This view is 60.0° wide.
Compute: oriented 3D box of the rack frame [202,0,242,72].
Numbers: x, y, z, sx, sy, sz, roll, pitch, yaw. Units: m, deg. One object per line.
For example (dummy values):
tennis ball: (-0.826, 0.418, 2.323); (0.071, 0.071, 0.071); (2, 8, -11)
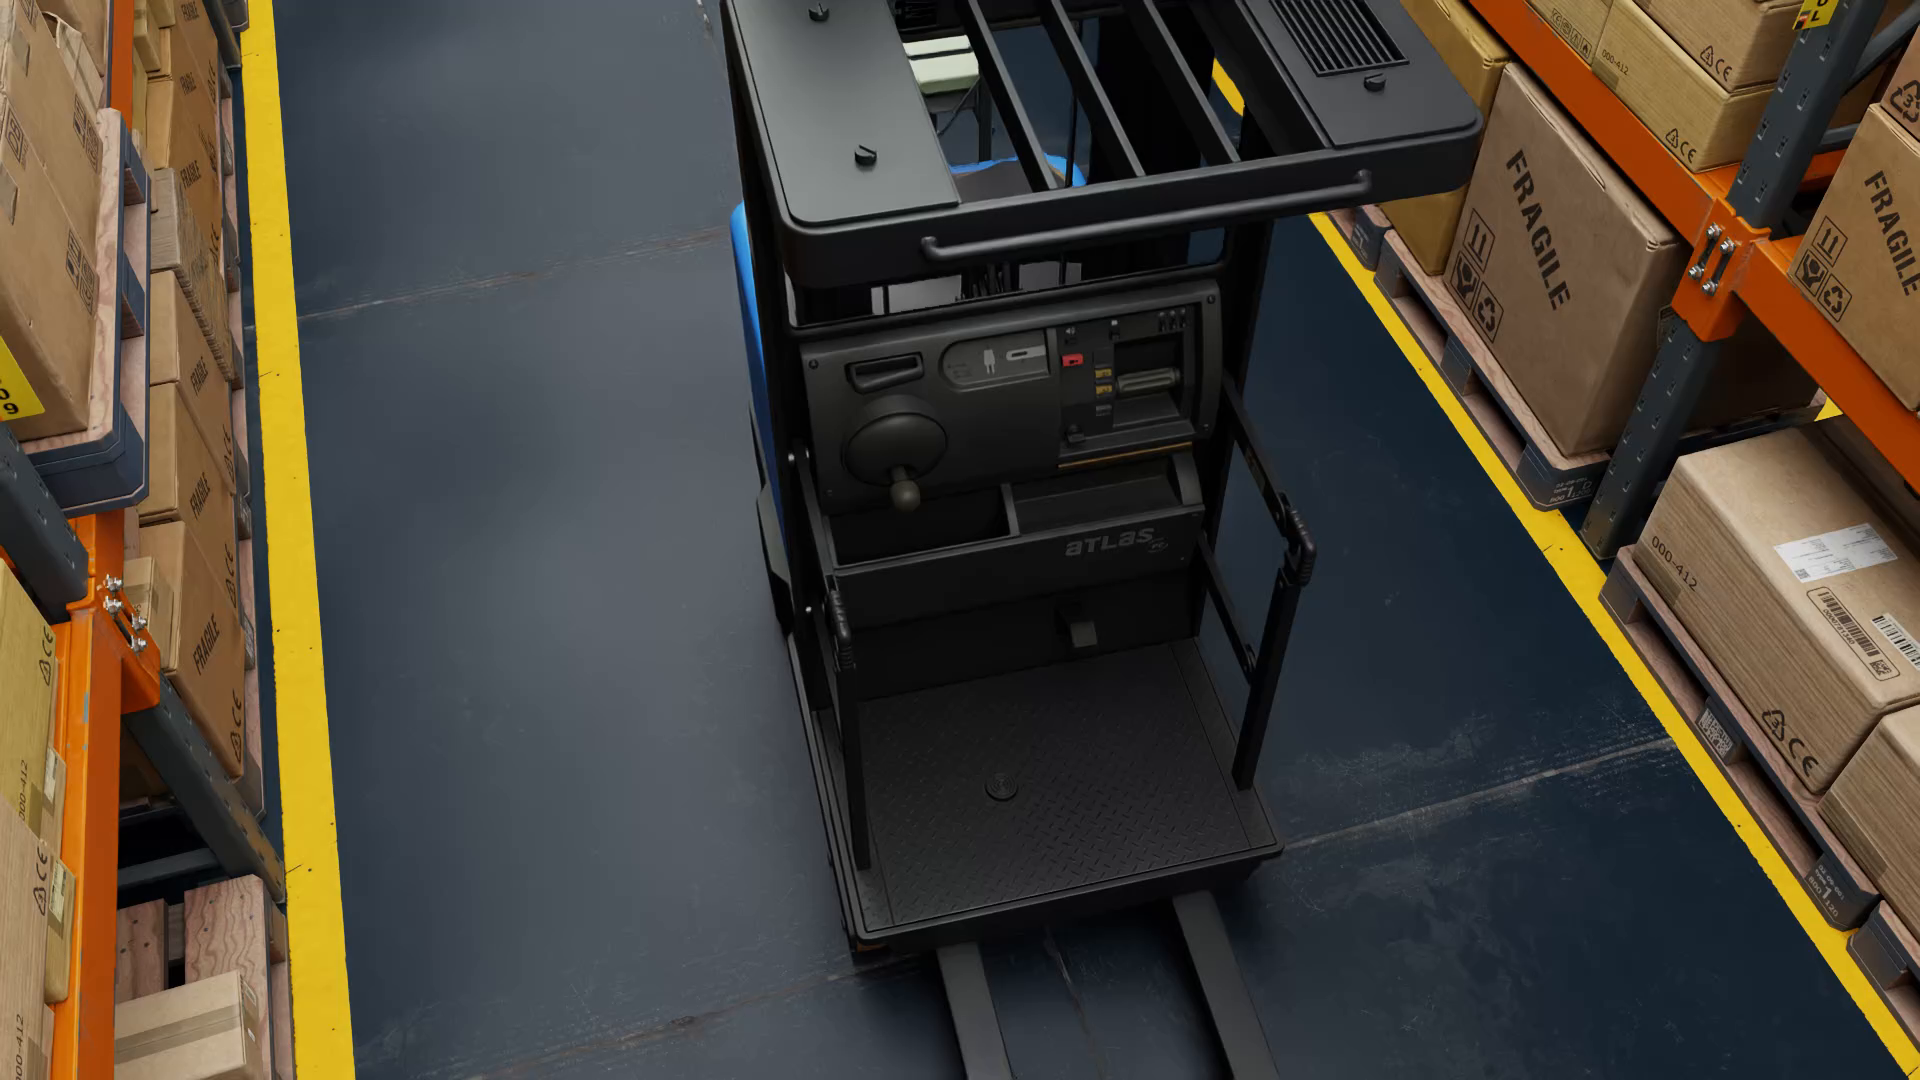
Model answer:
rack frame: (-3.473, -2.850, 5.691); (1.000, 3.000, 0.127); (-13, 51, -11)

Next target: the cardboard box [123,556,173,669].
cardboard box: (-2.142, 0.211, 4.047); (0.380, 0.149, 0.250); (-11, 51, -9)

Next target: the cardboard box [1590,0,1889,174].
cardboard box: (2.077, -1.276, 4.462); (0.500, 0.250, 0.500); (-14, 51, -12)

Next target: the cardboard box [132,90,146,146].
cardboard box: (-2.830, -1.305, 5.325); (0.380, 0.149, 0.250); (-14, 51, -12)

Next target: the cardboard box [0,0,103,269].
cardboard box: (-2.373, -0.878, 3.688); (0.700, 0.500, 0.500); (-13, 51, -11)

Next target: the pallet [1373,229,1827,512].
pallet: (2.150, -0.701, 5.703); (1.003, 0.211, 1.213); (-13, 51, -11)

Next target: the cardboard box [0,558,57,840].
cardboard box: (-1.907, 0.341, 2.904); (0.500, 0.250, 0.500); (-12, 51, -10)

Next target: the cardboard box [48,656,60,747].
cardboard box: (-1.955, 0.328, 3.176); (0.380, 0.149, 0.250); (-13, 51, -10)

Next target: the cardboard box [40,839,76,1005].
cardboard box: (-1.757, 0.698, 2.864); (0.380, 0.149, 0.250); (-12, 51, -10)

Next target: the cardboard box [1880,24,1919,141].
cardboard box: (2.360, -1.005, 3.416); (0.500, 0.500, 0.500); (-13, 51, -11)

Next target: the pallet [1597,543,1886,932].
pallet: (2.600, 0.418, 4.759); (1.003, 0.211, 1.213); (-13, 51, -11)

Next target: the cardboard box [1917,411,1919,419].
cardboard box: (2.484, -0.315, 3.489); (0.500, 0.500, 0.500); (-13, 51, -11)

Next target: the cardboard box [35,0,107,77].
cardboard box: (-2.605, -1.451, 4.172); (0.700, 0.500, 0.500); (-14, 51, -11)

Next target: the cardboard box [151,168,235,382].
cardboard box: (-2.676, -0.795, 5.318); (0.500, 0.500, 0.500); (-15, 51, -12)

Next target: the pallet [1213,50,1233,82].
pallet: (1.429, -2.483, 7.205); (1.003, 0.211, 1.213); (-13, 51, -11)

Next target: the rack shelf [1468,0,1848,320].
rack shelf: (1.859, -2.282, 5.683); (1.077, 0.370, 4.000); (-13, 51, -11)

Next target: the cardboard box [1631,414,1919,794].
cardboard box: (2.533, 0.120, 4.588); (0.875, 0.438, 0.875); (-14, 51, -12)

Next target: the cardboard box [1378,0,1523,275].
cardboard box: (1.916, -1.597, 5.749); (0.875, 0.875, 0.875); (-12, 51, -10)

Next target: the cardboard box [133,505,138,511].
cardboard box: (-2.385, -0.159, 4.358); (0.380, 0.149, 0.250); (-16, 52, -13)

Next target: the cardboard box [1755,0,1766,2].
cardboard box: (2.078, -1.677, 3.983); (0.500, 0.500, 0.500); (-12, 51, -10)

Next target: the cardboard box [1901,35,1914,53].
cardboard box: (2.590, -1.551, 4.367); (0.500, 0.250, 0.500); (-15, 51, -12)

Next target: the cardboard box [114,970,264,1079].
cardboard box: (-1.845, 1.196, 3.870); (0.380, 0.149, 0.250); (-15, 51, -12)

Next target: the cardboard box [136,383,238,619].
cardboard box: (-2.385, -0.049, 4.690); (0.500, 0.500, 0.500); (-14, 51, -11)

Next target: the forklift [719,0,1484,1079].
forklift: (0.177, -0.205, 3.506); (1.130, 2.935, 3.031); (-10, 51, -9)

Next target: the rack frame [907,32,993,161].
rack frame: (-0.108, -0.907, 5.034); (0.400, 1.500, 0.023); (-10, 51, -9)

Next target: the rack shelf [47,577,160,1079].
rack shelf: (-1.699, 1.764, 2.271); (1.077, 0.370, 4.000); (-13, 51, -11)

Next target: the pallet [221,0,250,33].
pallet: (-3.679, -2.561, 7.271); (1.003, 0.211, 1.213); (-13, 51, -11)

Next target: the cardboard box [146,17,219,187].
cardboard box: (-3.005, -1.551, 5.956); (0.500, 0.500, 0.500); (-14, 51, -12)

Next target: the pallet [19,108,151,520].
pallet: (-2.422, -0.475, 3.814); (1.003, 0.211, 1.213); (-13, 51, -11)

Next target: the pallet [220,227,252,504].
pallet: (-2.931, -0.508, 5.540); (1.003, 0.211, 1.213); (-13, 51, -11)

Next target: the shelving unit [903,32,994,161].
shelving unit: (-0.192, -1.179, 5.263); (0.431, 1.500, 0.755); (-10, 51, -9)

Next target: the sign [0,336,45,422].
sign: (-1.774, -0.336, 3.005); (0.100, 0.325, 0.005); (-13, 51, -11)

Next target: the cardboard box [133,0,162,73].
cardboard box: (-2.939, -1.691, 5.649); (0.380, 0.149, 0.250); (-15, 51, -12)

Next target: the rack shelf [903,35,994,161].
rack shelf: (-0.192, -1.431, 4.965); (0.431, 0.370, 0.720); (-10, 51, -9)

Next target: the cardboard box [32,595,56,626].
cardboard box: (-2.200, 0.128, 3.921); (0.380, 0.149, 0.250); (-14, 51, -12)
